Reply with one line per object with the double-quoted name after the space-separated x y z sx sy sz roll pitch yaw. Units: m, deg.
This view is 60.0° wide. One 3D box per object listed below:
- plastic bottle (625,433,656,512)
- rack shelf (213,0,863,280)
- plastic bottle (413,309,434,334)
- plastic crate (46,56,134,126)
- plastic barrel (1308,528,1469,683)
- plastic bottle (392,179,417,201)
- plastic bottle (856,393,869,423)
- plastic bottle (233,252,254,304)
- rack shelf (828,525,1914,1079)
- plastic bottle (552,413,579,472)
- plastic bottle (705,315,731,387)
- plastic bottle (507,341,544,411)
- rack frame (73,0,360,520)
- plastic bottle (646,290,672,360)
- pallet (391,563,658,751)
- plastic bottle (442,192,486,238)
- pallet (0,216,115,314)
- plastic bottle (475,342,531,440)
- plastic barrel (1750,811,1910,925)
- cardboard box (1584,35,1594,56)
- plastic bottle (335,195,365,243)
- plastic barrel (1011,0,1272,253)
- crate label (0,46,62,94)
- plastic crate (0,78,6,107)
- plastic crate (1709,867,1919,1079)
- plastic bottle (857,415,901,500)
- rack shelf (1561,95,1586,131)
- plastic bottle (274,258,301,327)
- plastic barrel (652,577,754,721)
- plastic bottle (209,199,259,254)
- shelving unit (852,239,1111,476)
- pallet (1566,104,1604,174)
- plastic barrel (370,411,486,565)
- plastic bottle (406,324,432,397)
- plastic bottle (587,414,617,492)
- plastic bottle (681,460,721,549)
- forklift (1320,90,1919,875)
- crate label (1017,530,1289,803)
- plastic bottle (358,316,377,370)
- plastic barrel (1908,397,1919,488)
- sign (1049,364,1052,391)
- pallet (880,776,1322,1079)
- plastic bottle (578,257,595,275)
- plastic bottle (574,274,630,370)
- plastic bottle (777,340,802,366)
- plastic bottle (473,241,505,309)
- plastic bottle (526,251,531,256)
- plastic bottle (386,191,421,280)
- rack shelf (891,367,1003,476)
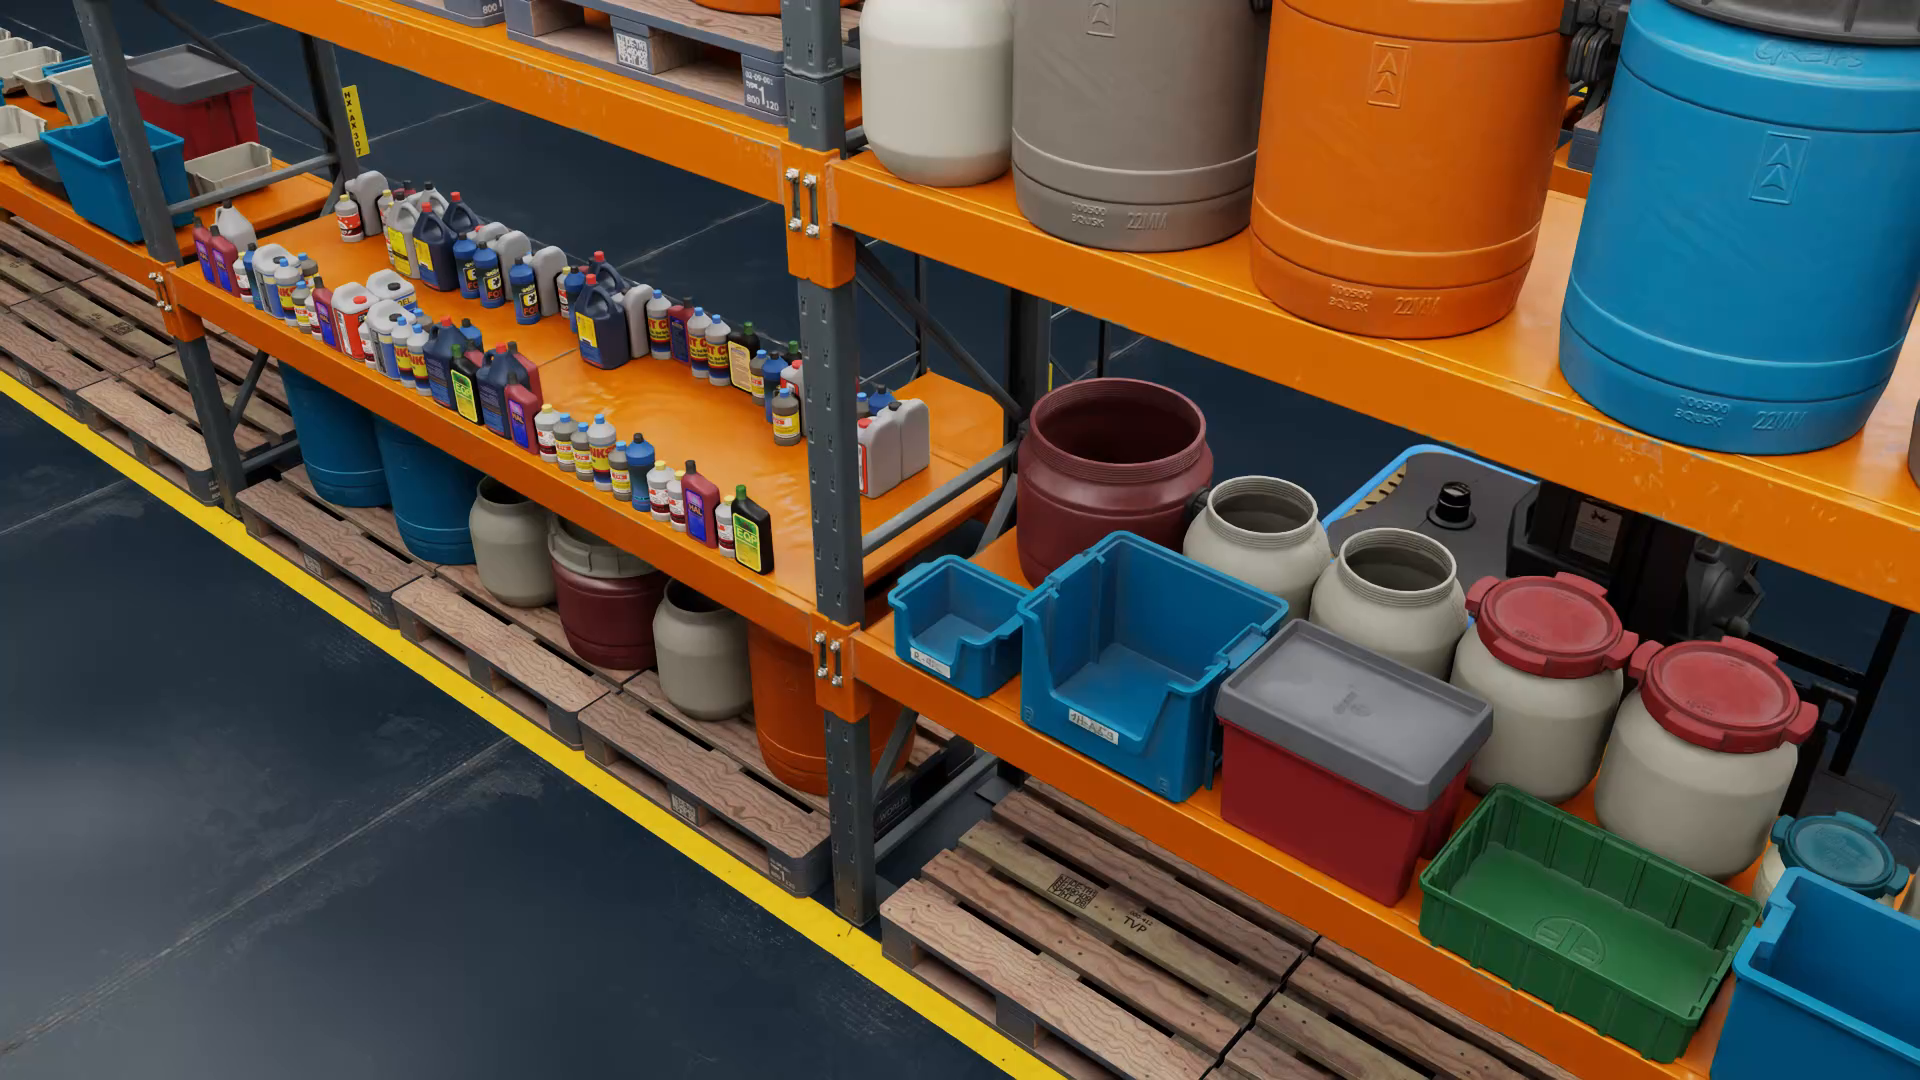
-1.061 -0.234 5.554 0.097 0.271 0.097 0 34 0 "plastic bottle"
-1.610 -1.786 5.687 4.000 0.370 1.077 25 42 32 "rack shelf"
-2.080 -0.797 6.437 0.097 0.201 0.097 0 34 0 "plastic bottle"
-4.203 -2.180 8.326 0.530 0.282 0.437 25 42 32 "plastic crate"
1.178 0.264 4.617 0.421 0.512 0.421 0 34 0 "plastic barrel"
-2.431 -1.457 7.325 0.133 0.283 0.061 25 42 32 "plastic bottle"
-0.346 -0.427 5.897 0.097 0.201 0.097 0 34 0 "plastic bottle"
-2.936 -1.088 6.861 0.097 0.201 0.097 0 34 0 "plastic bottle"
1.464 0.899 4.427 4.000 0.370 1.077 25 42 32 "rack shelf"
-1.360 -0.346 5.780 0.097 0.201 0.097 0 34 0 "plastic bottle"
-0.906 -0.720 6.262 0.097 0.271 0.097 0 34 0 "plastic bottle"
-1.585 -0.579 6.046 0.133 0.283 0.061 25 42 32 "plastic bottle"
-3.147 -1.571 7.388 0.127 3.000 1.000 25 42 32 "rack frame"
-1.158 -0.839 6.435 0.097 0.271 0.097 0 34 0 "plastic bottle"
-1.639 0.318 7.101 1.213 0.211 1.003 25 42 32 "pallet"
-2.090 -1.293 7.027 0.185 0.351 0.144 25 42 32 "plastic bottle"
-5.613 -1.555 9.827 1.213 0.211 1.003 25 42 32 "pallet"
-1.631 -0.552 5.948 0.185 0.351 0.144 25 42 32 "plastic bottle"
2.082 0.838 4.003 0.301 0.262 0.301 0 34 0 "plastic barrel"
4.860 -4.040 12.820 0.500 0.500 0.500 23 41 30 "cardboard box"
-2.703 -1.426 7.352 0.097 0.201 0.097 0 34 0 "plastic bottle"
0.419 -1.173 3.716 0.600 0.901 0.600 0 34 0 "plastic barrel"
-5.036 -2.518 8.946 0.243 0.136 0.396 25 42 32 "crate label"
-5.000 -2.157 8.336 0.300 0.233 0.416 25 42 32 "plastic crate"
1.954 1.069 3.558 0.575 0.384 0.392 25 42 32 "plastic crate"
-0.296 -0.302 5.650 0.135 0.276 0.152 25 42 32 "plastic bottle"
1.559 -2.705 9.674 4.000 0.370 1.077 25 42 32 "rack shelf"
-2.683 -0.998 6.667 0.097 0.271 0.097 0 34 0 "plastic bottle"
-0.951 0.395 6.352 0.421 0.512 0.421 0 34 0 "plastic barrel"
-3.053 -1.267 6.990 0.185 0.351 0.144 25 42 32 "plastic bottle"
0.059 -0.591 7.285 1.083 1.500 0.587 25 42 32 "shelving unit"
3.712 -1.986 8.162 1.003 0.211 1.213 25 42 32 "pallet"
-2.196 -0.418 7.192 0.708 0.901 0.600 25 42 32 "plastic barrel"
-1.999 -0.676 6.198 0.097 0.271 0.097 0 34 0 "plastic bottle"
-1.211 -0.304 5.657 0.097 0.271 0.097 0 34 0 "plastic bottle"
-0.835 -0.119 5.376 0.133 0.283 0.061 25 42 32 "plastic bottle"
2.600 0.029 5.118 3.031 2.935 1.130 25 42 32 "forklift"
0.517 0.341 4.573 0.616 0.435 0.502 25 42 32 "crate label"
-2.252 -0.766 6.392 0.097 0.201 0.097 0 34 0 "plastic bottle"
1.968 -0.443 2.653 0.600 0.901 0.600 0 34 0 "plastic barrel"
0.273 -0.431 5.584 0.005 0.325 0.100 25 42 32 "sign"
0.497 1.325 5.634 1.213 0.211 1.003 25 42 32 "pallet"
-1.481 -1.009 6.673 0.133 0.283 0.061 25 42 32 "plastic bottle"
-1.379 -0.846 6.376 0.185 0.351 0.144 25 42 32 "plastic bottle"
-0.628 -0.607 6.088 0.133 0.283 0.061 25 42 32 "plastic bottle"
-1.931 -1.091 6.803 0.097 0.271 0.097 0 34 0 "plastic bottle"
-1.759 -1.093 6.868 0.097 0.201 0.097 0 34 0 "plastic bottle"
-2.324 -1.297 7.033 0.185 0.351 0.144 25 42 32 "plastic bottle"
0.066 -0.439 7.382 1.000 0.185 0.538 25 42 32 "rack shelf"
